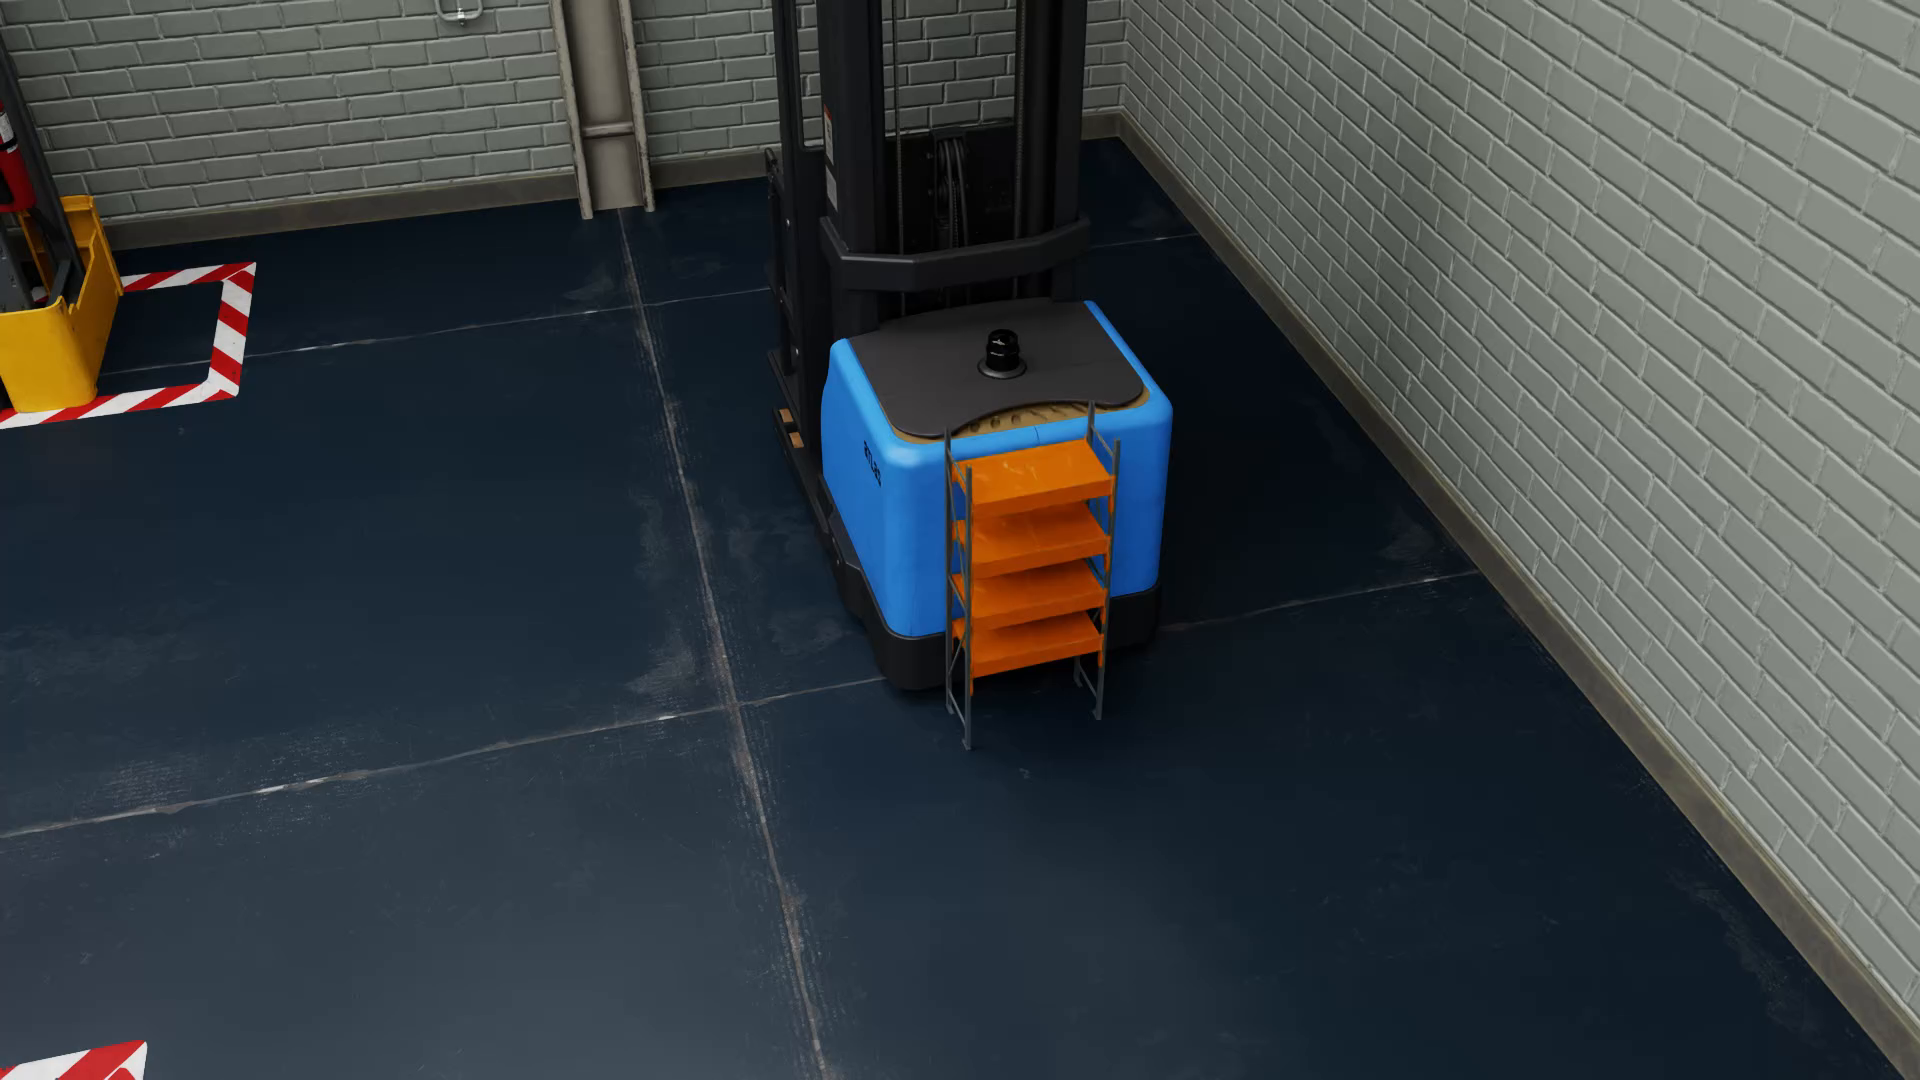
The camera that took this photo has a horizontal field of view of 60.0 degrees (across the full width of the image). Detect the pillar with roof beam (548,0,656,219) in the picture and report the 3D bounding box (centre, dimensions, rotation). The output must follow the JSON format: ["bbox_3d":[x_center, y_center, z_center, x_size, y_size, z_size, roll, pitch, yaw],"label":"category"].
[{"bbox_3d":[-0.773,-2.911,3.149,0.400,9.000,9.100,-9,38,-12],"label":"pillar with roof beam"}]

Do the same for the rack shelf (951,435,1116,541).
[{"bbox_3d":[0.226,-0.171,5.339,0.480,0.148,0.258,-11,39,-14],"label":"rack shelf"}]

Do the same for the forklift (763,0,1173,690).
[{"bbox_3d":[-0.186,-1.528,6.335,1.130,2.935,3.031,-11,39,-14],"label":"forklift"}]

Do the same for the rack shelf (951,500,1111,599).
[{"bbox_3d":[0.226,0.017,5.482,0.480,0.148,0.258,-11,39,-14],"label":"rack shelf"}]

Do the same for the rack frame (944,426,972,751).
[{"bbox_3d":[-0.006,0.187,5.518,0.015,1.200,0.240,-11,39,-14],"label":"rack frame"}]

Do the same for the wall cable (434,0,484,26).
[{"bbox_3d":[-3.287,-3.279,7.732,1.851,1.984,0.084,-9,38,-12],"label":"wall cable"}]

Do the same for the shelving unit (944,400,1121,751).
[{"bbox_3d":[0.226,0.142,5.577,0.503,1.200,0.258,-11,39,-14],"label":"shelving unit"}]

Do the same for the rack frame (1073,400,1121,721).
[{"bbox_3d":[0.458,0.096,5.637,0.015,1.200,0.240,-11,39,-14],"label":"rack frame"}]

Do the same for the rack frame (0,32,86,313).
[{"bbox_3d":[-4.277,-2.118,7.050,0.127,3.000,1.000,-9,38,-12],"label":"rack frame"}]

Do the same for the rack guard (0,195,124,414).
[{"bbox_3d":[-4.253,-1.129,7.815,0.348,0.500,1.175,-9,38,-12],"label":"rack guard"}]

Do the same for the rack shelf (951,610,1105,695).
[{"bbox_3d":[0.226,0.353,5.739,0.480,0.148,0.258,-11,39,-14],"label":"rack shelf"}]

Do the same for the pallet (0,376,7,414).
[{"bbox_3d":[-5.028,-0.838,7.672,1.213,0.211,1.003,-9,38,-12],"label":"pallet"}]

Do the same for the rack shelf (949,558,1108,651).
[{"bbox_3d":[0.226,0.195,5.618,0.480,0.148,0.258,-11,39,-14],"label":"rack shelf"}]

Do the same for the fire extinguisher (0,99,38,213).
[{"bbox_3d":[-4.011,-1.693,6.864,0.183,0.674,0.296,-9,38,-12],"label":"fire extinguisher"}]
